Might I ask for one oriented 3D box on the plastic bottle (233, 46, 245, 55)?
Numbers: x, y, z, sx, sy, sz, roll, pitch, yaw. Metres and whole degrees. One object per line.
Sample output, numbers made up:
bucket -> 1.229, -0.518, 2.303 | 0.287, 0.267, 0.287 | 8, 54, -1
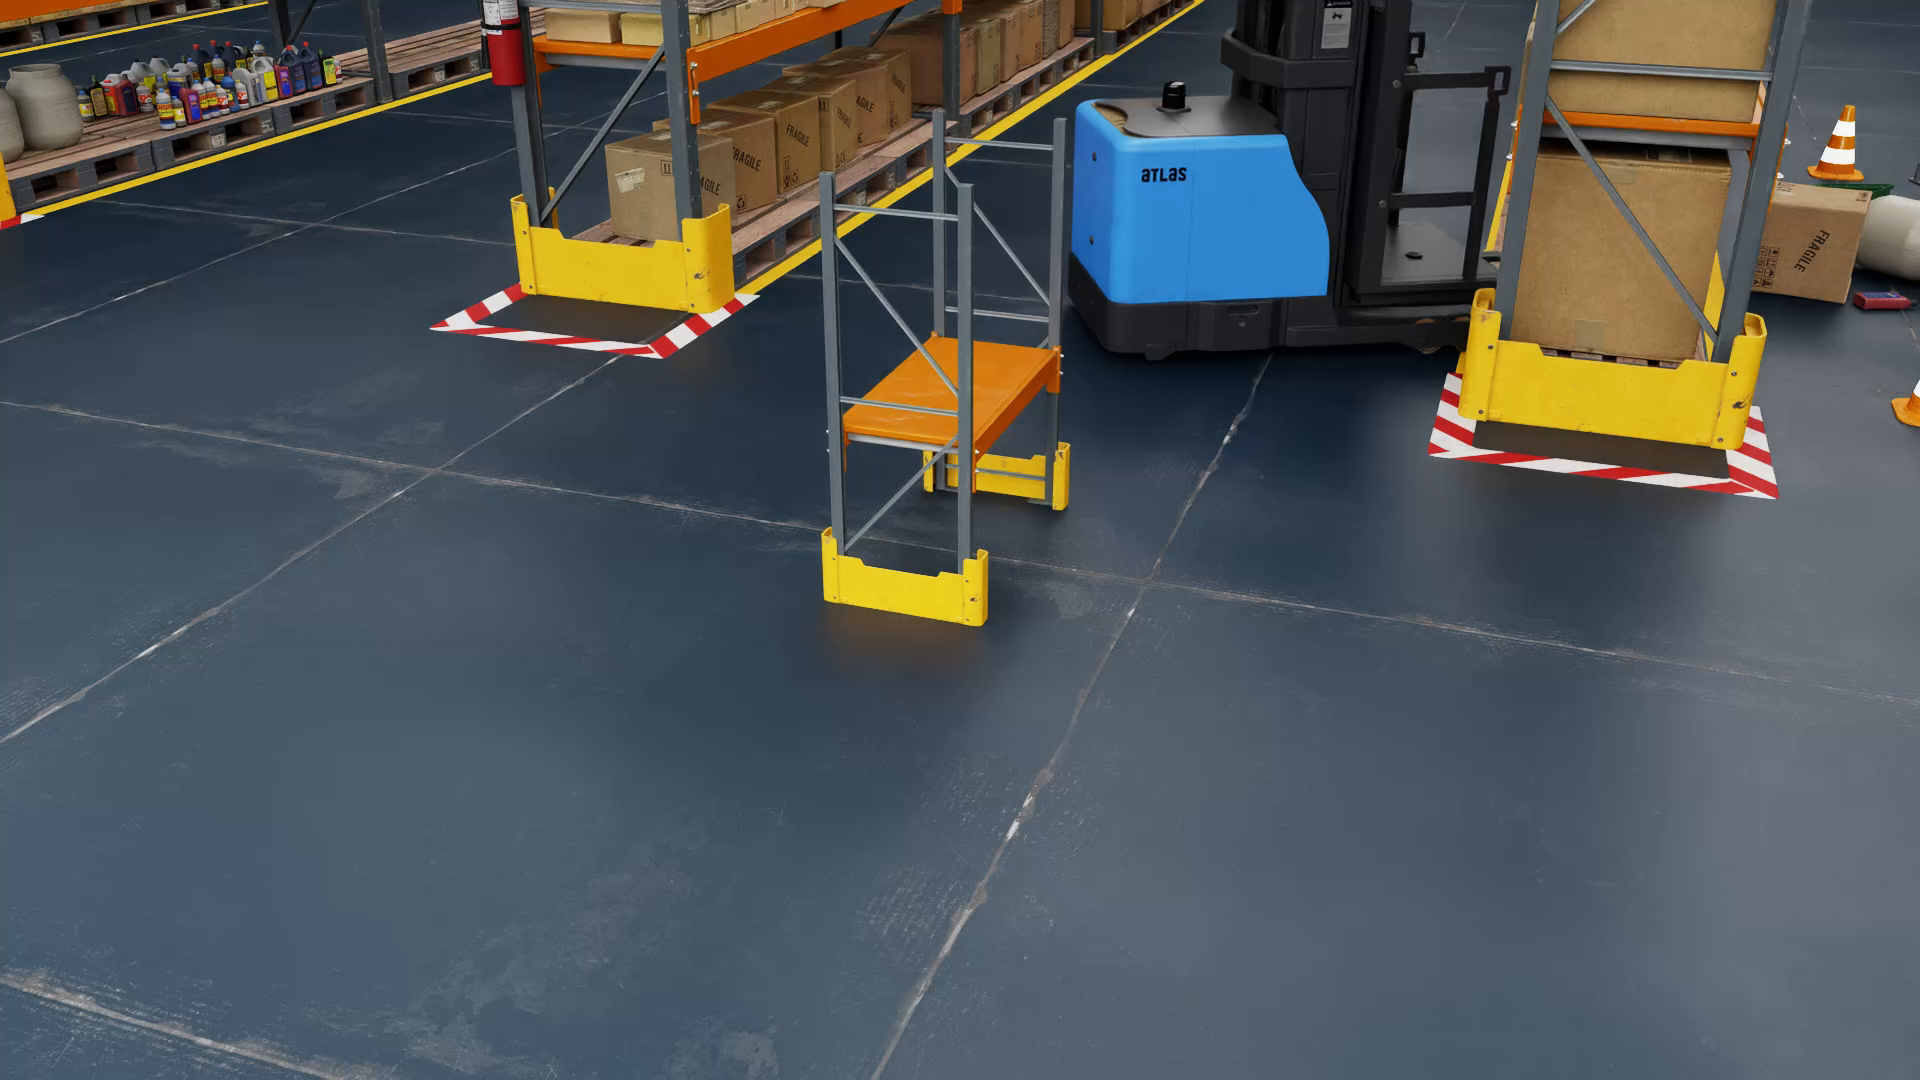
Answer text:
plastic bottle -> -5.765, -3.779, 13.234 | 0.152, 0.276, 0.135 | 10, 27, 19

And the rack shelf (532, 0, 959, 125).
rack shelf -> -1.159, -3.148, 10.134 | 1.077, 0.370, 4.000 | 9, 27, 17

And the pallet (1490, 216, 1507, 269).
pallet -> 3.419, -1.473, 9.050 | 1.003, 0.211, 1.213 | 9, 27, 17

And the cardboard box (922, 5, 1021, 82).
cardboard box -> 0.093, -4.039, 13.513 | 0.700, 0.500, 0.500 | 6, 27, 13

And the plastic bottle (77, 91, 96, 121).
plastic bottle -> -6.298, -3.125, 11.967 | 0.097, 0.201, 0.097 | 0, 26, 0

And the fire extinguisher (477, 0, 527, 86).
fire extinguisher -> -2.297, -2.634, 8.338 | 0.296, 0.674, 0.183 | 9, 27, 17

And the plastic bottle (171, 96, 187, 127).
plastic bottle -> -5.564, -3.049, 11.811 | 0.097, 0.201, 0.097 | 0, 26, 0

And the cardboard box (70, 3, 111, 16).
cardboard box -> -8.955, -5.445, 16.726 | 0.500, 0.250, 0.500 | 9, 27, 18

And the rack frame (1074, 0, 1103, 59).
rack frame -> 0.838, -5.937, 15.070 | 1.000, 3.000, 0.127 | 9, 27, 17

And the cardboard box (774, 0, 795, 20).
cardboard box -> -1.153, -3.027, 9.348 | 0.380, 0.149, 0.250 | 9, 27, 17

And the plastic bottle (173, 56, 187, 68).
plastic bottle -> -5.981, -3.576, 12.806 | 0.061, 0.283, 0.133 | 10, 28, 20

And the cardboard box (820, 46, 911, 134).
cardboard box -> -0.664, -3.199, 11.801 | 0.500, 0.500, 0.500 | 8, 27, 16

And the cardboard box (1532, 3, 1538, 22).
cardboard box -> 4.596, -3.373, 11.874 | 1.050, 0.750, 0.750 | 9, 27, 17

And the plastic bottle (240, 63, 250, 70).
plastic bottle -> -5.383, -3.473, 12.593 | 0.061, 0.283, 0.133 | 9, 27, 17

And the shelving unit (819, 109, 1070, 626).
shelving unit -> -0.025, -0.644, 5.858 | 0.587, 1.500, 1.083 | 9, 27, 17

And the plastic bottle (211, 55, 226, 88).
plastic bottle -> -5.759, -3.633, 12.937 | 0.097, 0.271, 0.097 | 0, 26, 0

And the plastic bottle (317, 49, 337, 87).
plastic bottle -> -5.013, -3.741, 13.147 | 0.061, 0.283, 0.133 | 10, 28, 20

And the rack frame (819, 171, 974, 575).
rack frame -> -0.198, -0.431, 5.419 | 0.500, 1.500, 0.032 | 9, 27, 17

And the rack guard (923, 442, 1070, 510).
rack guard -> 0.140, -0.286, 6.554 | 0.587, 0.250, 0.087 | 9, 27, 17

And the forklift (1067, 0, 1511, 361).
forklift -> 2.127, -2.458, 7.964 | 3.031, 2.935, 1.130 | -4, 26, -8

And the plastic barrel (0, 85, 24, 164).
plastic barrel -> -6.348, -2.719, 10.796 | 0.421, 0.512, 0.421 | 0, 26, 0

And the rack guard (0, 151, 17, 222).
rack guard -> -6.514, -2.281, 10.387 | 1.175, 0.500, 0.348 | 9, 27, 17

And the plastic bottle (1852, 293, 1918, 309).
plastic bottle -> 4.893, -1.264, 8.790 | 0.283, 0.061, 0.133 | 0, 26, -1

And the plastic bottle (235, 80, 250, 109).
plastic bottle -> -5.349, -3.313, 12.357 | 0.097, 0.201, 0.097 | 0, 26, 0

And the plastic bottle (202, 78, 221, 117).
plastic bottle -> -5.451, -3.220, 12.083 | 0.097, 0.271, 0.097 | 0, 26, 0

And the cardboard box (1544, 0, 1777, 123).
cardboard box -> 2.900, -2.115, 7.004 | 0.875, 0.550, 0.550 | 9, 27, 17

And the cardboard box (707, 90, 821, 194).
cardboard box -> -1.208, -2.473, 10.301 | 0.500, 0.500, 0.500 | 11, 28, 22

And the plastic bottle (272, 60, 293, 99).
plastic bottle -> -5.186, -3.529, 12.708 | 0.061, 0.283, 0.133 | 11, 28, 21

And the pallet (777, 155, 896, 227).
pallet -> -1.088, -2.254, 10.663 | 1.003, 0.211, 1.213 | 9, 27, 17

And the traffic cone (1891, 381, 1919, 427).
traffic cone -> 4.335, -0.759, 7.287 | 0.336, 0.463, 0.334 | 9, 27, 17

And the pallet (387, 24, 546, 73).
pallet -> -4.535, -4.588, 15.483 | 1.003, 0.211, 1.213 | 9, 27, 17

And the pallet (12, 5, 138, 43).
pallet -> -9.221, -5.288, 16.929 | 1.003, 0.211, 1.213 | 9, 27, 17

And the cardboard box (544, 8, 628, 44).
cardboard box -> -1.924, -2.683, 8.638 | 0.380, 0.149, 0.250 | 9, 27, 17

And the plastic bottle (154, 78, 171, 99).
plastic bottle -> -5.962, -3.350, 12.434 | 0.097, 0.201, 0.097 | 0, 26, 0

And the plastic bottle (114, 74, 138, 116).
plastic bottle -> -6.087, -3.246, 12.124 | 0.061, 0.283, 0.133 | 9, 27, 17

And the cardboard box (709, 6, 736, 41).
cardboard box -> -1.404, -2.719, 8.712 | 0.380, 0.149, 0.250 | 9, 27, 17

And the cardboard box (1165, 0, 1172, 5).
cardboard box -> 1.678, -6.180, 17.529 | 1.225, 0.875, 0.875 | 8, 27, 16

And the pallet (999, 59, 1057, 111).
pallet -> 0.168, -3.861, 13.983 | 1.003, 0.211, 1.213 | 9, 27, 17

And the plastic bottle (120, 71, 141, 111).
plastic bottle -> -6.142, -3.315, 12.275 | 0.152, 0.276, 0.135 | 8, 27, 16

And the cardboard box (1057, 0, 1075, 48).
cardboard box -> 0.633, -4.732, 14.944 | 0.700, 0.500, 0.500 | 7, 27, 15

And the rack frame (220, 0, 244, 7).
rack frame -> -8.503, -7.375, 18.040 | 1.000, 3.000, 0.127 | 9, 27, 17

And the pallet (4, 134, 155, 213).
pallet -> -6.239, -2.484, 11.138 | 1.003, 0.211, 1.213 | 9, 27, 17

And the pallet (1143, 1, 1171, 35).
pallet -> 1.579, -5.495, 17.356 | 1.003, 0.211, 1.213 | 9, 27, 17
